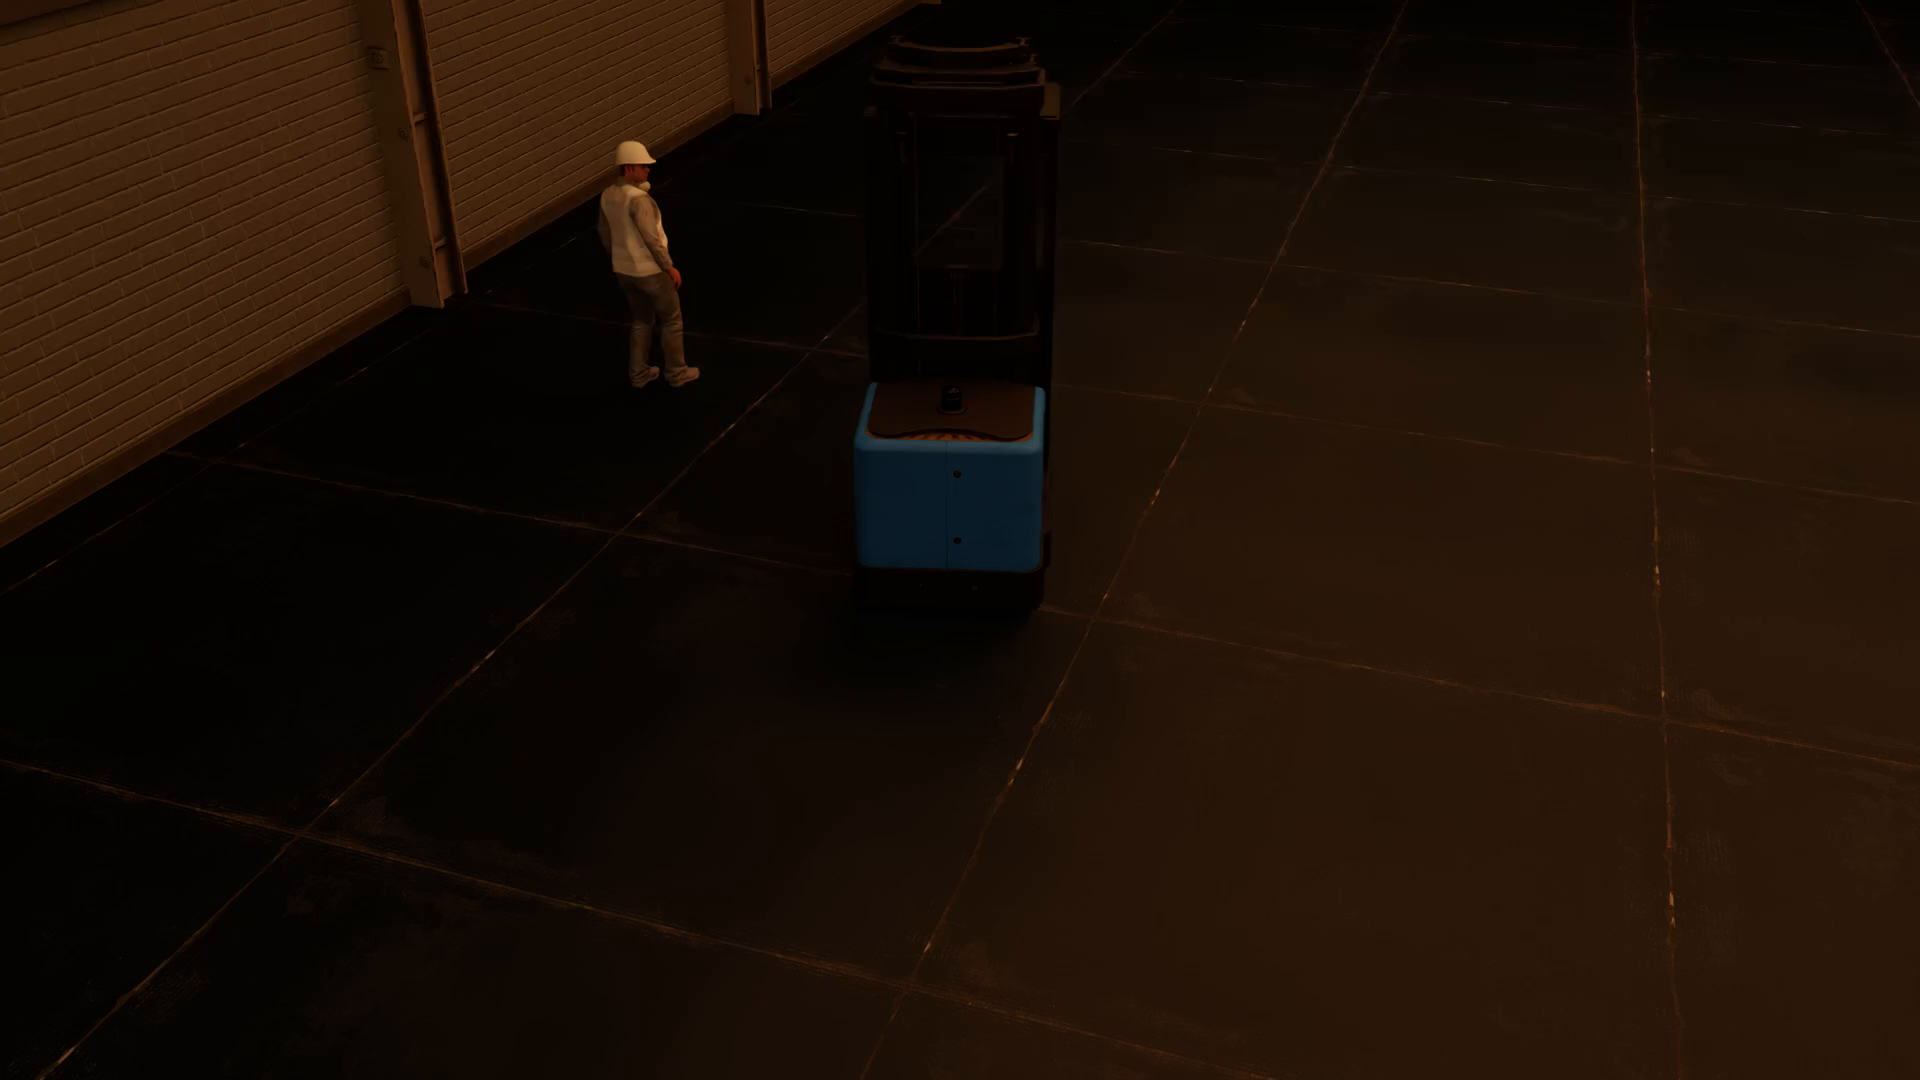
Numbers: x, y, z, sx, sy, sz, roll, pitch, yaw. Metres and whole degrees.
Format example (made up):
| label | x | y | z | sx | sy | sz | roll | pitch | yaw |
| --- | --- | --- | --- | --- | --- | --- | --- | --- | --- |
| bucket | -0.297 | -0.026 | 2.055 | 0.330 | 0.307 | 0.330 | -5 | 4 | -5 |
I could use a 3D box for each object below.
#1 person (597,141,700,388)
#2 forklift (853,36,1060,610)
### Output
| label | x | y | z | sx | sy | sz | roll | pitch | yaw |
| --- | --- | --- | --- | --- | --- | --- | --- | --- | --- |
| person | -2.190 | -1.937 | 11.715 | 0.724 | 1.762 | 0.493 | 20 | 36 | 31 |
| forklift | 0.018 | -1.583 | 9.914 | 1.130 | 2.935 | 3.031 | 2 | 30 | 3 |
